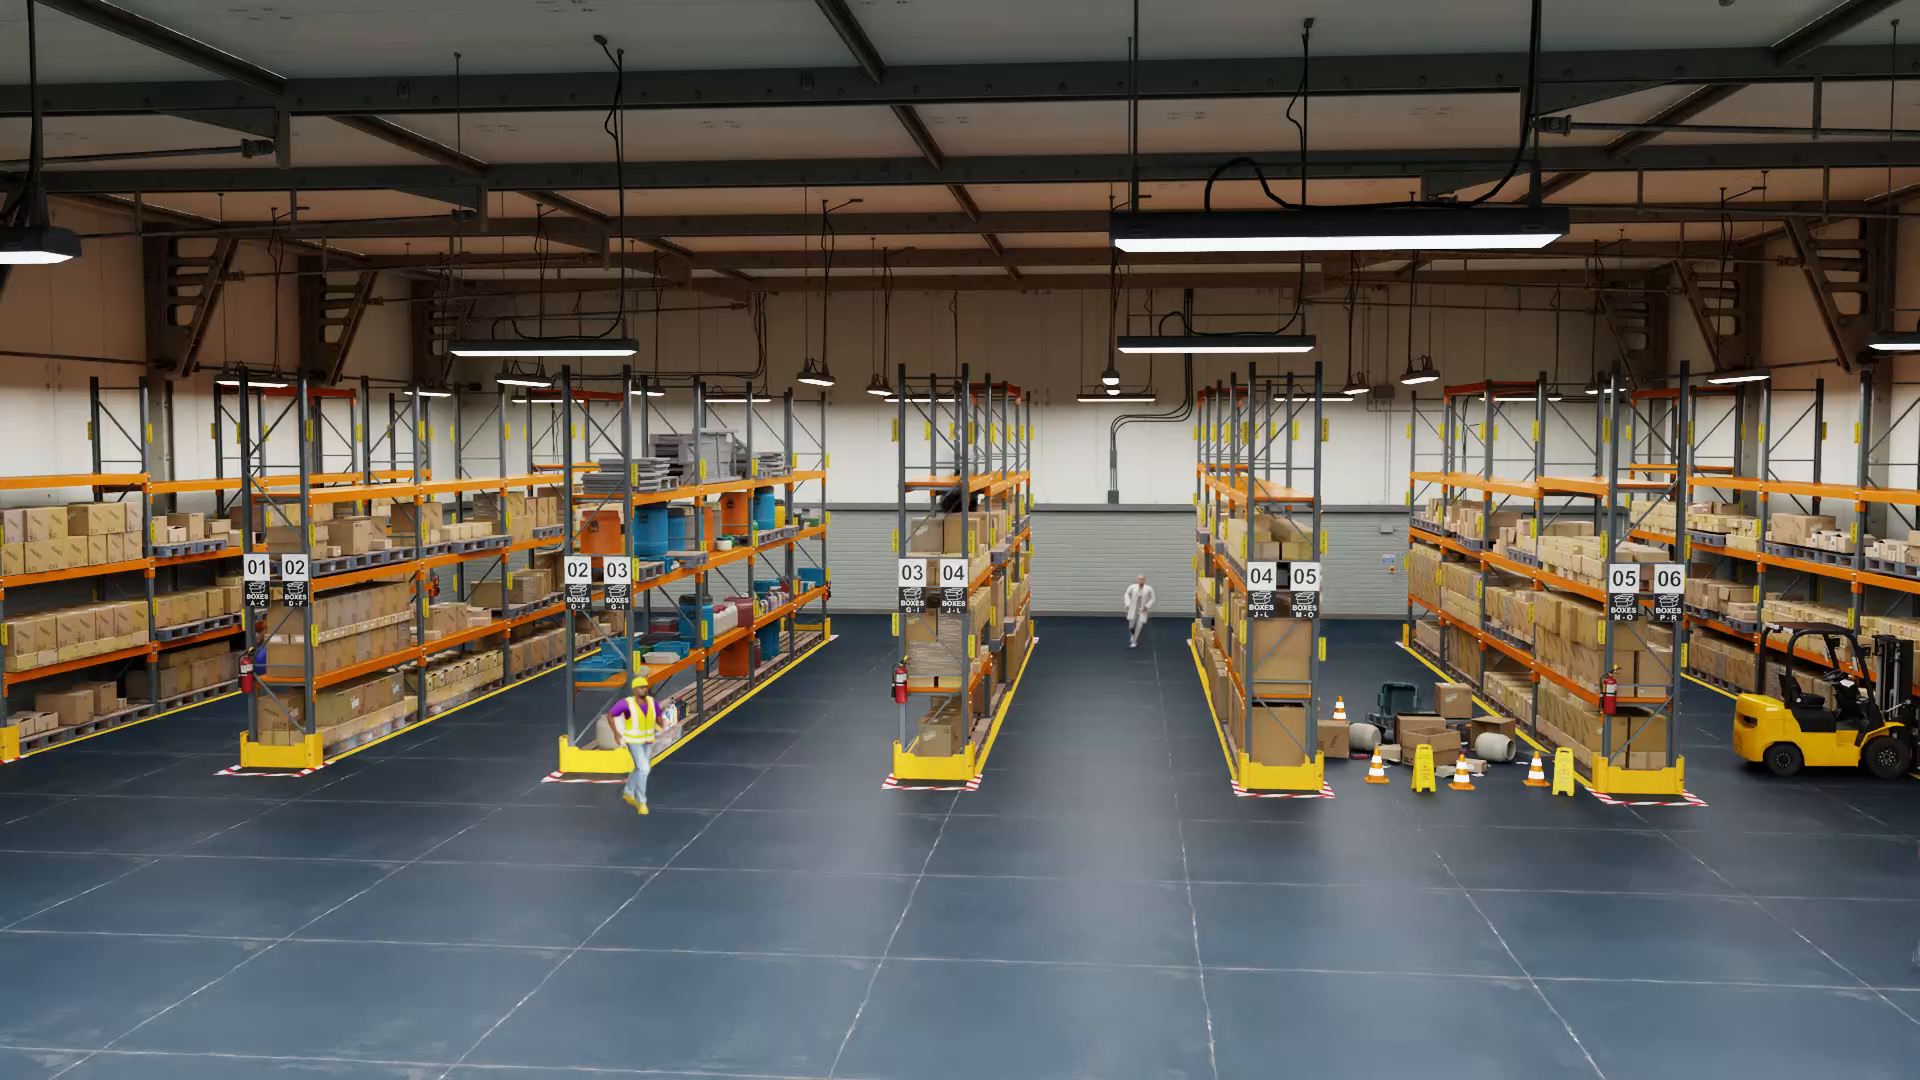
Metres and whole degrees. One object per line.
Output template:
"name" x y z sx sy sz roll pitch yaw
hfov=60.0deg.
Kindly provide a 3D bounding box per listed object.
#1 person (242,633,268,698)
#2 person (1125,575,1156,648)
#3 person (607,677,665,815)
"person" -11.832 2.386 28.052 0.579 1.650 0.851 0 4 -6
"person" 4.210 1.660 38.866 0.727 1.714 0.626 1 4 14
"person" -4.249 2.721 22.071 0.778 1.824 0.681 3 5 41
